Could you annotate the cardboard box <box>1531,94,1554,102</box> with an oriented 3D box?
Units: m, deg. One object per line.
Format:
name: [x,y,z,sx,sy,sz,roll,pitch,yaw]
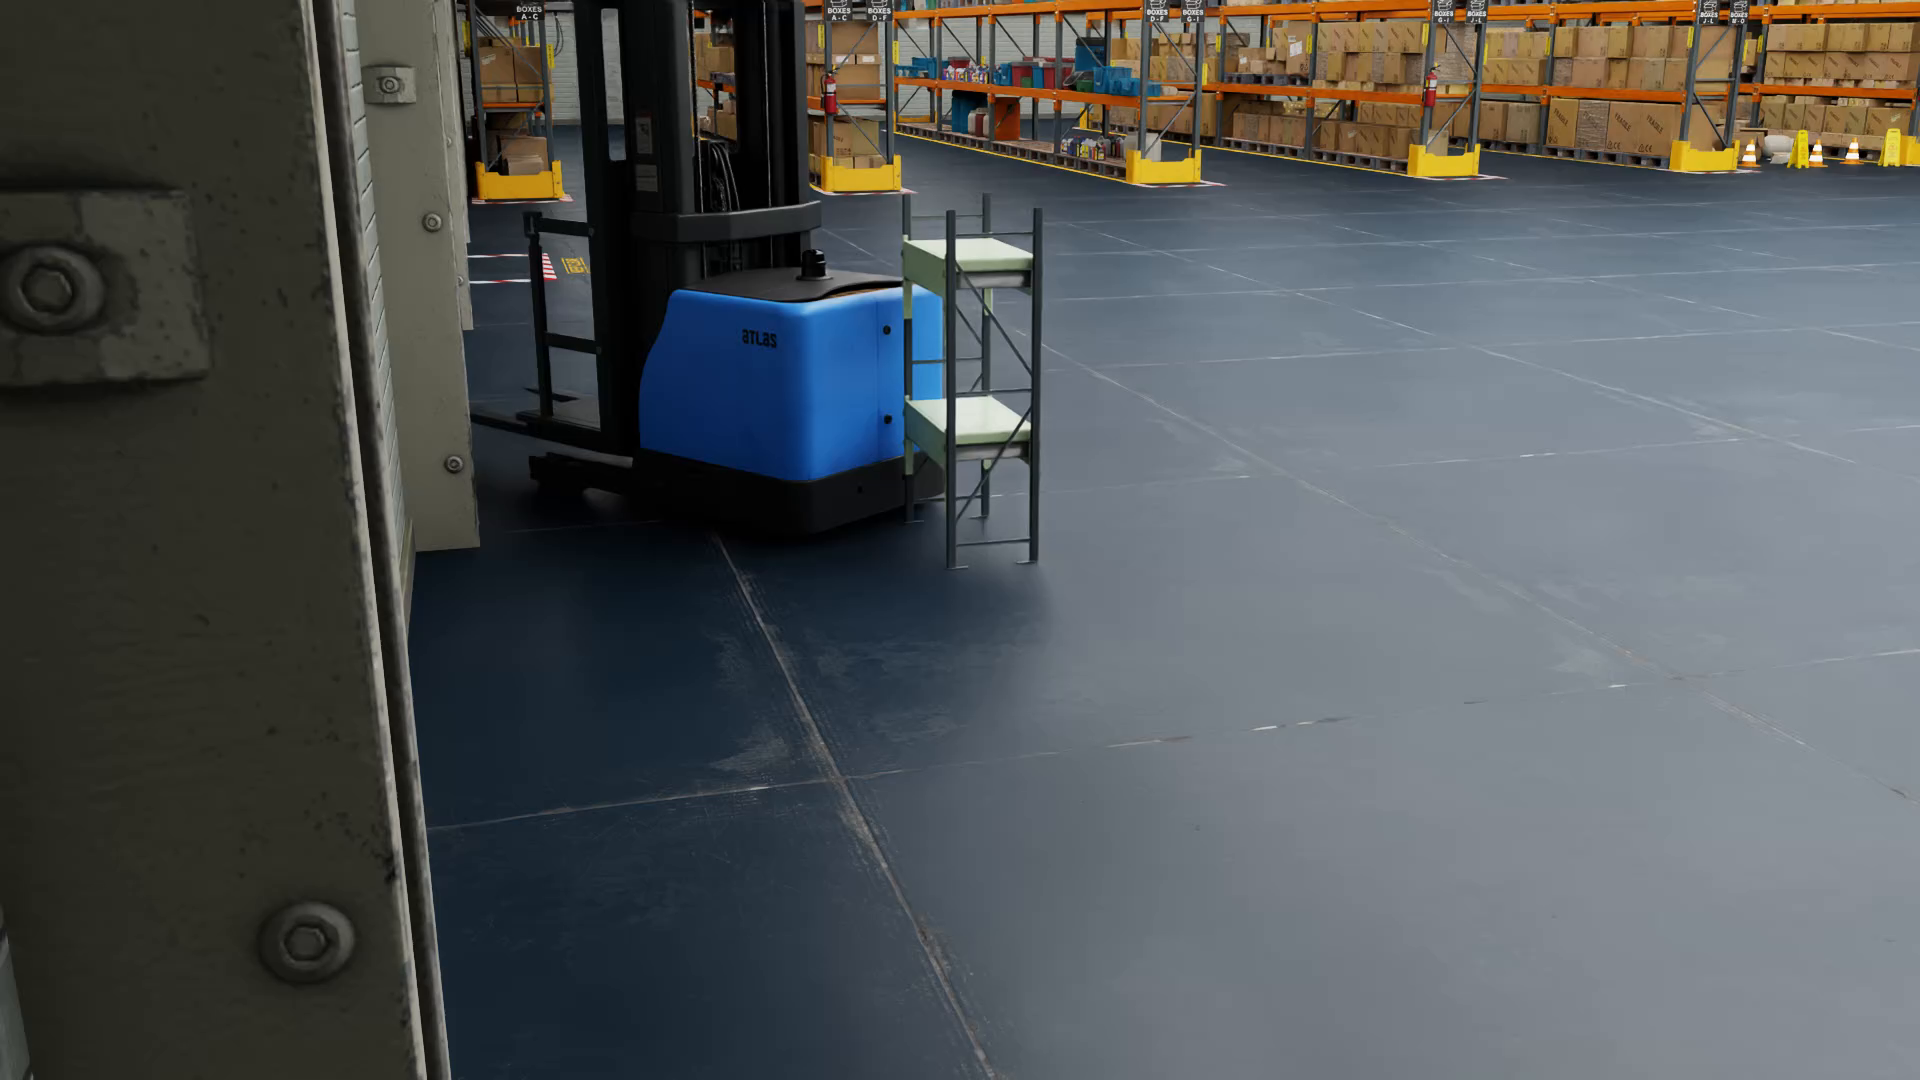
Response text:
cardboard box: [14.518,-10.599,40.487,0.875,0.875,0.875,-4,17,-14]

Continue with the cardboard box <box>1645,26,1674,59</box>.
cardboard box: [12.532,-8.682,29.003,0.875,0.550,0.550,-5,17,-15]

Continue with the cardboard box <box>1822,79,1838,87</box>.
cardboard box: [16.686,-8.713,31.681,0.380,0.149,0.250,-5,17,-15]

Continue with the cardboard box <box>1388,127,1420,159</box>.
cardboard box: [7.687,-6.819,28.553,0.500,0.500,0.500,0,17,-1]

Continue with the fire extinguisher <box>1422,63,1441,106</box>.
fire extinguisher: [7.628,-7.373,26.918,0.296,0.674,0.183,-5,17,-15]

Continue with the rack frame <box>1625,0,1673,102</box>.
rack frame: [15.370,-10.474,37.108,1.000,3.000,0.127,-5,17,-15]

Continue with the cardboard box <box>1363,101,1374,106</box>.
cardboard box: [9.636,-10.152,38.347,0.500,0.250,0.500,-4,17,-14]

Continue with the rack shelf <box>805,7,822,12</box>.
rack shelf: [-3.135,-9.448,29.726,1.077,0.370,4.000,-5,17,-15]

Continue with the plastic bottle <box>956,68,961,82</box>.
plastic bottle: [-0.005,-9.932,35.518,0.152,0.276,0.135,-5,17,-15]

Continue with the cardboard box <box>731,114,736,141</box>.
cardboard box: [-4.309,-8.306,33.468,0.500,0.500,0.500,-5,18,-17]

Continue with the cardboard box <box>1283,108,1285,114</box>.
cardboard box: [8.358,-11.001,42.569,0.380,0.149,0.250,-5,17,-16]

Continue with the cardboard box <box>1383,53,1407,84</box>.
cardboard box: [7.662,-7.952,28.018,0.875,0.500,0.500,-5,17,-15]

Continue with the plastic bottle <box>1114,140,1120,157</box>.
plastic bottle: [2.712,-6.751,28.670,0.061,0.283,0.133,-5,17,-15]

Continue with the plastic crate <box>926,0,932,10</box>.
plastic crate: [-0.578,-11.989,37.227,0.416,0.233,0.300,-5,17,-15]

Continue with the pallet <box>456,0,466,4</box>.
pallet: [-8.675,-10.036,30.763,1.213,0.211,1.003,-4,17,-13]

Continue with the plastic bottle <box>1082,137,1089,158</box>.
plastic bottle: [2.170,-6.709,28.413,0.144,0.351,0.185,-5,17,-16]

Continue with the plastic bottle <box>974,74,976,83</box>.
plastic bottle: [0.346,-9.514,34.257,0.097,0.201,0.097,0,17,0]

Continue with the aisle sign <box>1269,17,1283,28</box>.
aisle sign: [8.131,-13.509,42.693,0.394,0.787,0.004,-5,17,-15]

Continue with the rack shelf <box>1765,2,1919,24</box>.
rack shelf: [17.018,-9.907,31.255,1.077,0.370,4.000,-5,17,-15]

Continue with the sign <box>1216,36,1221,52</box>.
sign: [5.308,-10.201,34.184,0.100,0.325,0.005,-5,17,-15]

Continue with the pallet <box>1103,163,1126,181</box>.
pallet: [2.993,-5.993,27.038,1.003,0.211,1.213,-5,17,-15]

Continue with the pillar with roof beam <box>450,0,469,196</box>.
pillar with roof beam: [-3.133,-9.642,23.909,9.100,9.000,0.400,-5,17,-15]

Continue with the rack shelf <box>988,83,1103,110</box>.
rack shelf: [1.629,-8.402,31.458,1.077,0.370,4.000,-5,17,-15]

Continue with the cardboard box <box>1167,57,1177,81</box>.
cardboard box: [4.904,-10.421,36.756,0.500,0.500,0.500,-5,17,-17]

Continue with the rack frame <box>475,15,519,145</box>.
rack frame: [-9.546,-9.623,34.272,1.000,3.000,0.127,-5,17,-15]

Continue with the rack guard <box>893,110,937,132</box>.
rack guard: [-1.139,-10.321,40.941,1.175,0.500,0.348,-5,17,-15]

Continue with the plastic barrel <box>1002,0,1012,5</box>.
plastic barrel: [1.096,-10.732,31.879,0.600,0.901,0.600,0,17,0]

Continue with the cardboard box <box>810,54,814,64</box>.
cardboard box: [-2.132,-7.503,25.915,0.380,0.149,0.250,-4,17,-14]

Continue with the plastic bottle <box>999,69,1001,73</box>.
plastic bottle: [0.890,-9.769,34.975,0.152,0.276,0.135,-5,17,-15]

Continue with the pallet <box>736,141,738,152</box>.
pallet: [-3.854,-7.783,32.995,1.003,0.211,1.213,-5,17,-15]

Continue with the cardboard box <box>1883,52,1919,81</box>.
cardboard box: [17.154,-8.580,30.111,0.500,0.500,0.500,-5,17,-16]

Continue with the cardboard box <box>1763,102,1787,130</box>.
cardboard box: [16.371,-8.427,33.038,0.500,0.500,0.500,-4,17,-13]

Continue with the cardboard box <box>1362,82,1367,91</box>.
cardboard box: [7.248,-7.902,28.979,0.380,0.149,0.250,-5,17,-15]

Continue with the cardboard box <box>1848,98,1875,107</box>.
cardboard box: [16.866,-8.183,31.097,0.380,0.149,0.250,-4,17,-14]

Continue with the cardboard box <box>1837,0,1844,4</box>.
cardboard box: [16.742,-10.151,31.255,0.380,0.149,0.250,-5,17,-15]

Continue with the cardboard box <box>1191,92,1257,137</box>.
cardboard box: [5.672,-9.067,35.386,1.225,0.875,0.875,-6,18,-18]

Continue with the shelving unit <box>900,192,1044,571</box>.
shelving unit: [0.041,-0.707,7.198,0.431,1.500,0.755,-5,17,-15]

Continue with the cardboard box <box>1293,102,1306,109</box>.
cardboard box: [8.609,-10.931,41.819,0.380,0.149,0.250,-4,17,-13]

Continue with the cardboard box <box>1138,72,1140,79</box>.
cardboard box: [4.343,-10.735,38.414,0.380,0.149,0.250,-5,17,-15]

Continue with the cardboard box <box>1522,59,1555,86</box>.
cardboard box: [11.337,-9.120,32.425,0.500,0.500,0.500,-5,17,-16]

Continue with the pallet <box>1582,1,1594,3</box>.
pallet: [14.831,-12.304,38.312,1.003,0.211,1.213,-4,17,-13]

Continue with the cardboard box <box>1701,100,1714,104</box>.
cardboard box: [18.958,-10.827,41.896,0.500,0.500,0.500,-4,17,-13]

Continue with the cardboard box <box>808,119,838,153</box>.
cardboard box: [-2.209,-6.340,26.089,0.500,0.500,0.500,-5,17,-15]

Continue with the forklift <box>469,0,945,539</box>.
forklift: [-1.528,-1.736,8.135,3.031,2.935,1.130,13,21,37]

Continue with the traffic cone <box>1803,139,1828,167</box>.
traffic cone: [15.236,-6.882,29.558,0.336,0.463,0.334,-5,17,-15]

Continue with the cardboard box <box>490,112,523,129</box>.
cardboard box: [-7.690,-7.106,28.172,0.500,0.250,0.500,-5,17,-16]

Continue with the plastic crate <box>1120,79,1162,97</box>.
plastic crate: [2.852,-7.130,26.233,0.499,0.251,0.616,-5,17,-15]

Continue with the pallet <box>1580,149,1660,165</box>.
pallet: [12.210,-7.059,30.584,1.003,0.211,1.213,-5,17,-15]

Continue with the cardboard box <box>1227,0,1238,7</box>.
cardboard box: [5.726,-10.906,33.590,0.500,0.250,0.500,-4,17,-14]
